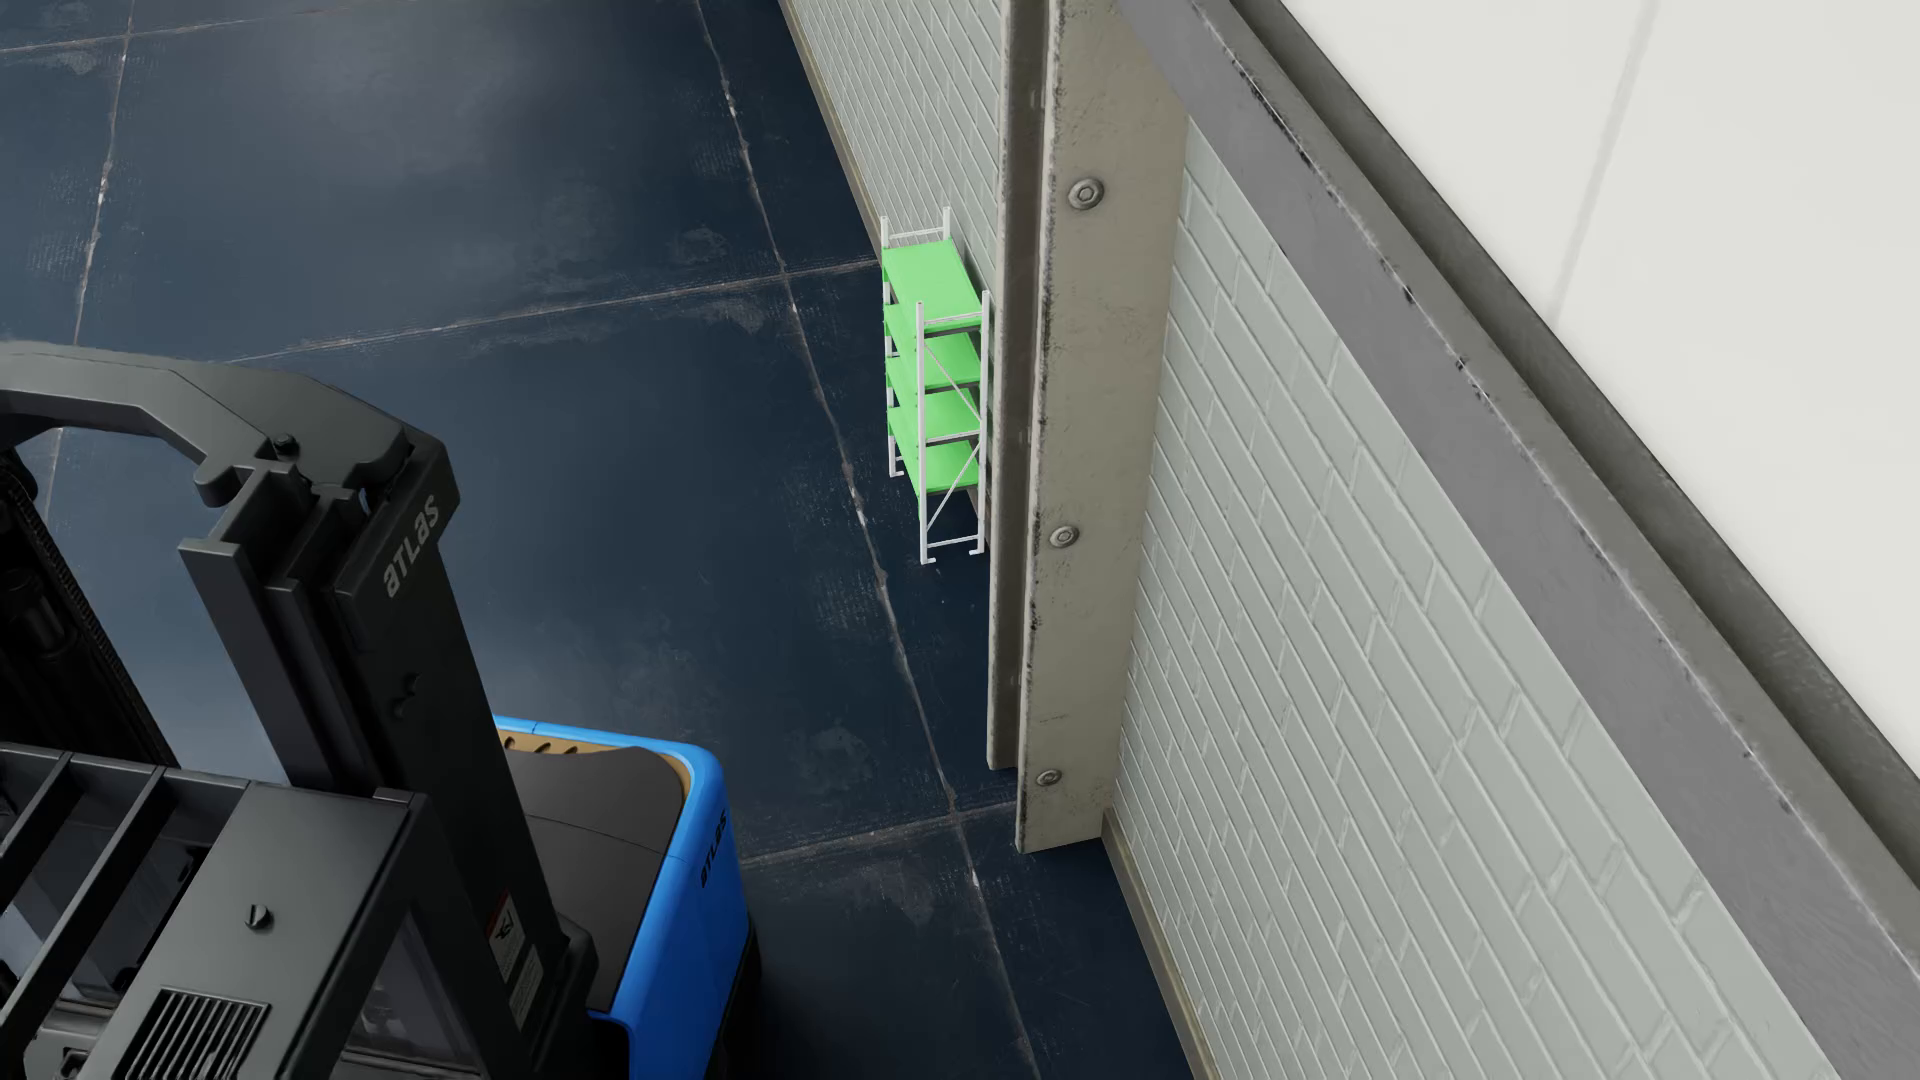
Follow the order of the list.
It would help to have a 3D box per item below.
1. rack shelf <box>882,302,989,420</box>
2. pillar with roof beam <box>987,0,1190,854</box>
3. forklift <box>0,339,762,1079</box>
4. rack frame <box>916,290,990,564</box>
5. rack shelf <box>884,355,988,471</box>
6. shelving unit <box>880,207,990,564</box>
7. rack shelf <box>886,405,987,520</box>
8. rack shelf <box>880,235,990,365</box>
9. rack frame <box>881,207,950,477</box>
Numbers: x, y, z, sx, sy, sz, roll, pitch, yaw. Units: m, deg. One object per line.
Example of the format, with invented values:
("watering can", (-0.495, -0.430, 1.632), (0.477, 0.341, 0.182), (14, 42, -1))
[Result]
("rack shelf", (-0.089, -0.648, 5.798), (0.258, 0.148, 0.480), (-11, 47, -11))
("pillar with roof beam", (-3.875, -1.530, 1.449), (9.100, 9.000, 0.400), (-11, 47, -10))
("forklift", (-1.356, 1.231, 2.991), (1.130, 2.935, 3.031), (7, 46, 7))
("rack frame", (-0.025, -0.357, 5.759), (0.240, 1.200, 0.015), (-11, 47, -11))
("rack shelf", (-0.090, -0.480, 5.969), (0.258, 0.148, 0.480), (-11, 47, -11))
("shelving unit", (-0.089, -0.525, 5.924), (0.258, 1.200, 0.503), (-11, 47, -11))
("rack shelf", (-0.091, -0.312, 6.140), (0.258, 0.148, 0.480), (-11, 47, -11))
("rack shelf", (-0.087, -0.817, 5.627), (0.258, 0.148, 0.480), (-11, 47, -11))
("rack frame", (-0.154, -0.693, 6.088), (0.240, 1.200, 0.015), (-11, 47, -11))
